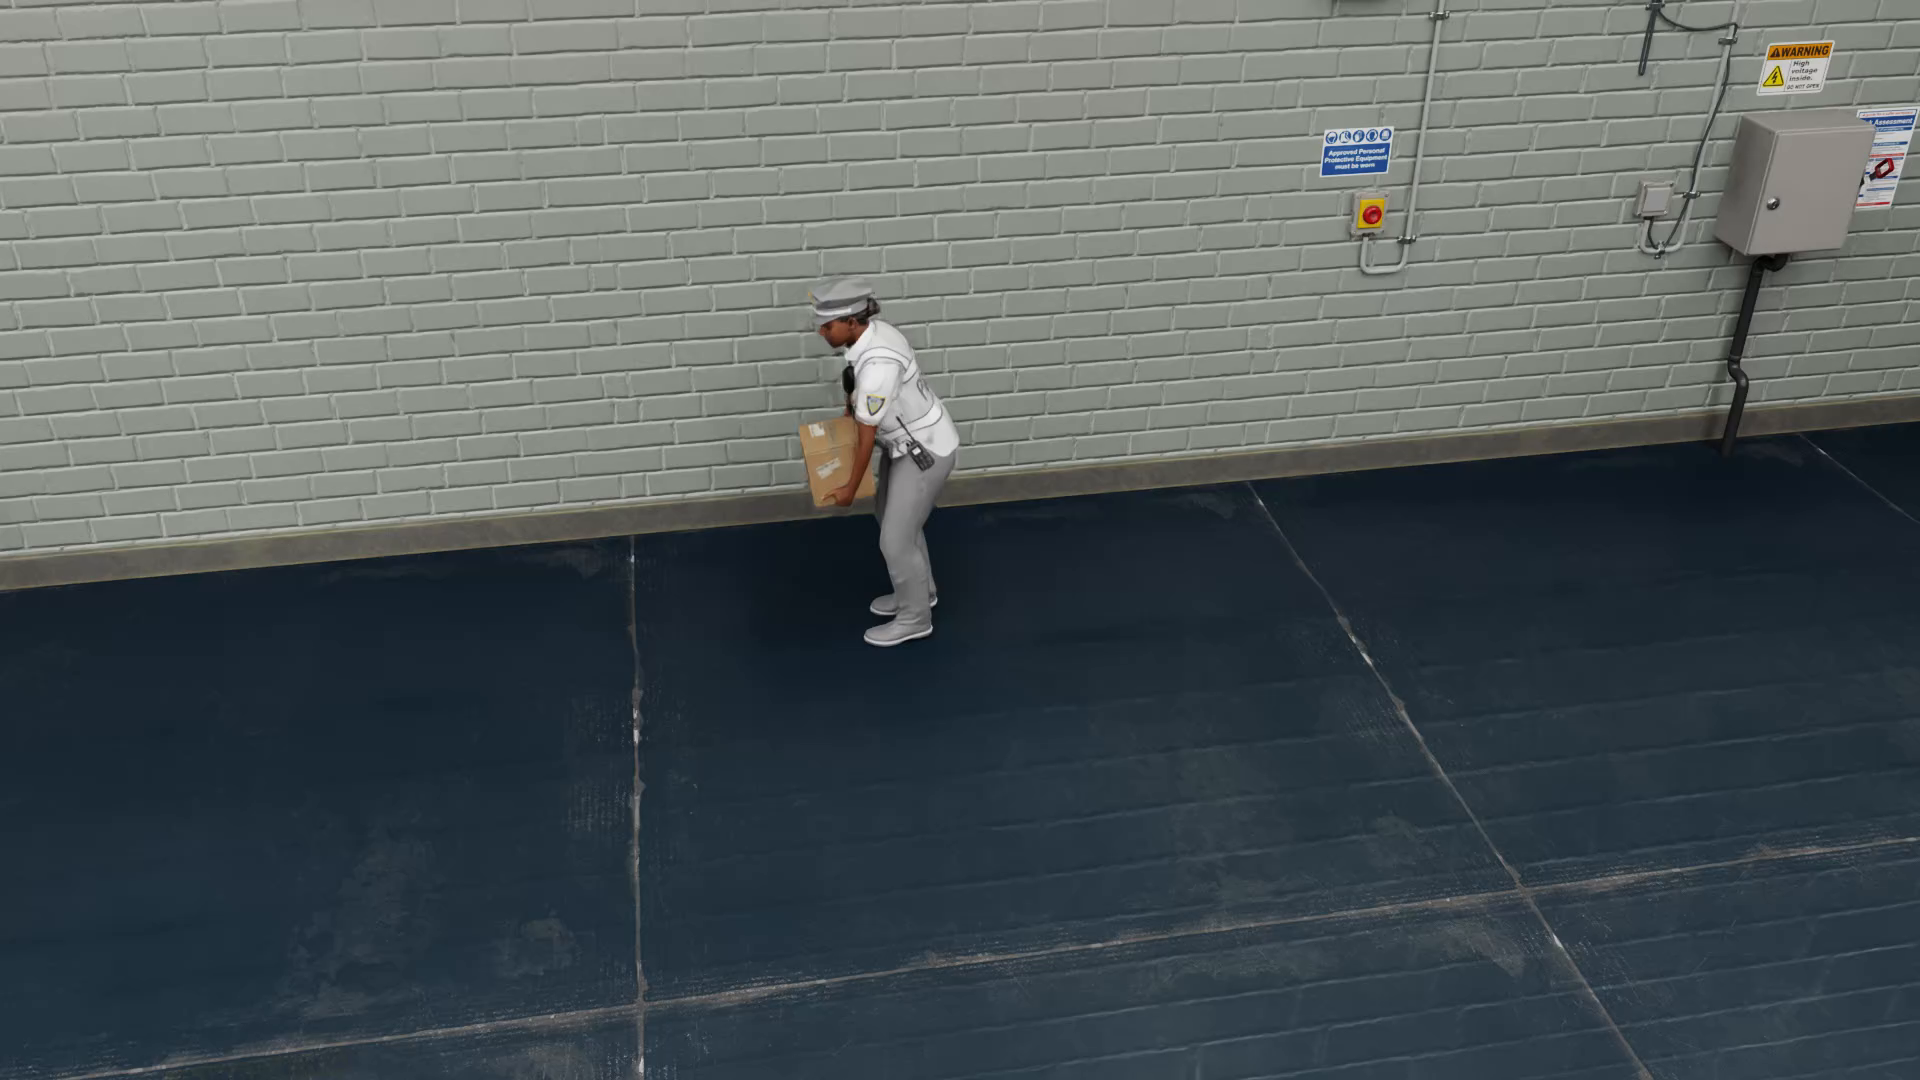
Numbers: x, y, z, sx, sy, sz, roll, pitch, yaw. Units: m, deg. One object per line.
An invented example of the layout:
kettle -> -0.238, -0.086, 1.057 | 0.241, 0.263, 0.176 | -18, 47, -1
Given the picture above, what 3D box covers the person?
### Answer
person -> -0.294, -0.313, 6.731 | 0.575, 1.595, 0.413 | -6, 31, -10
